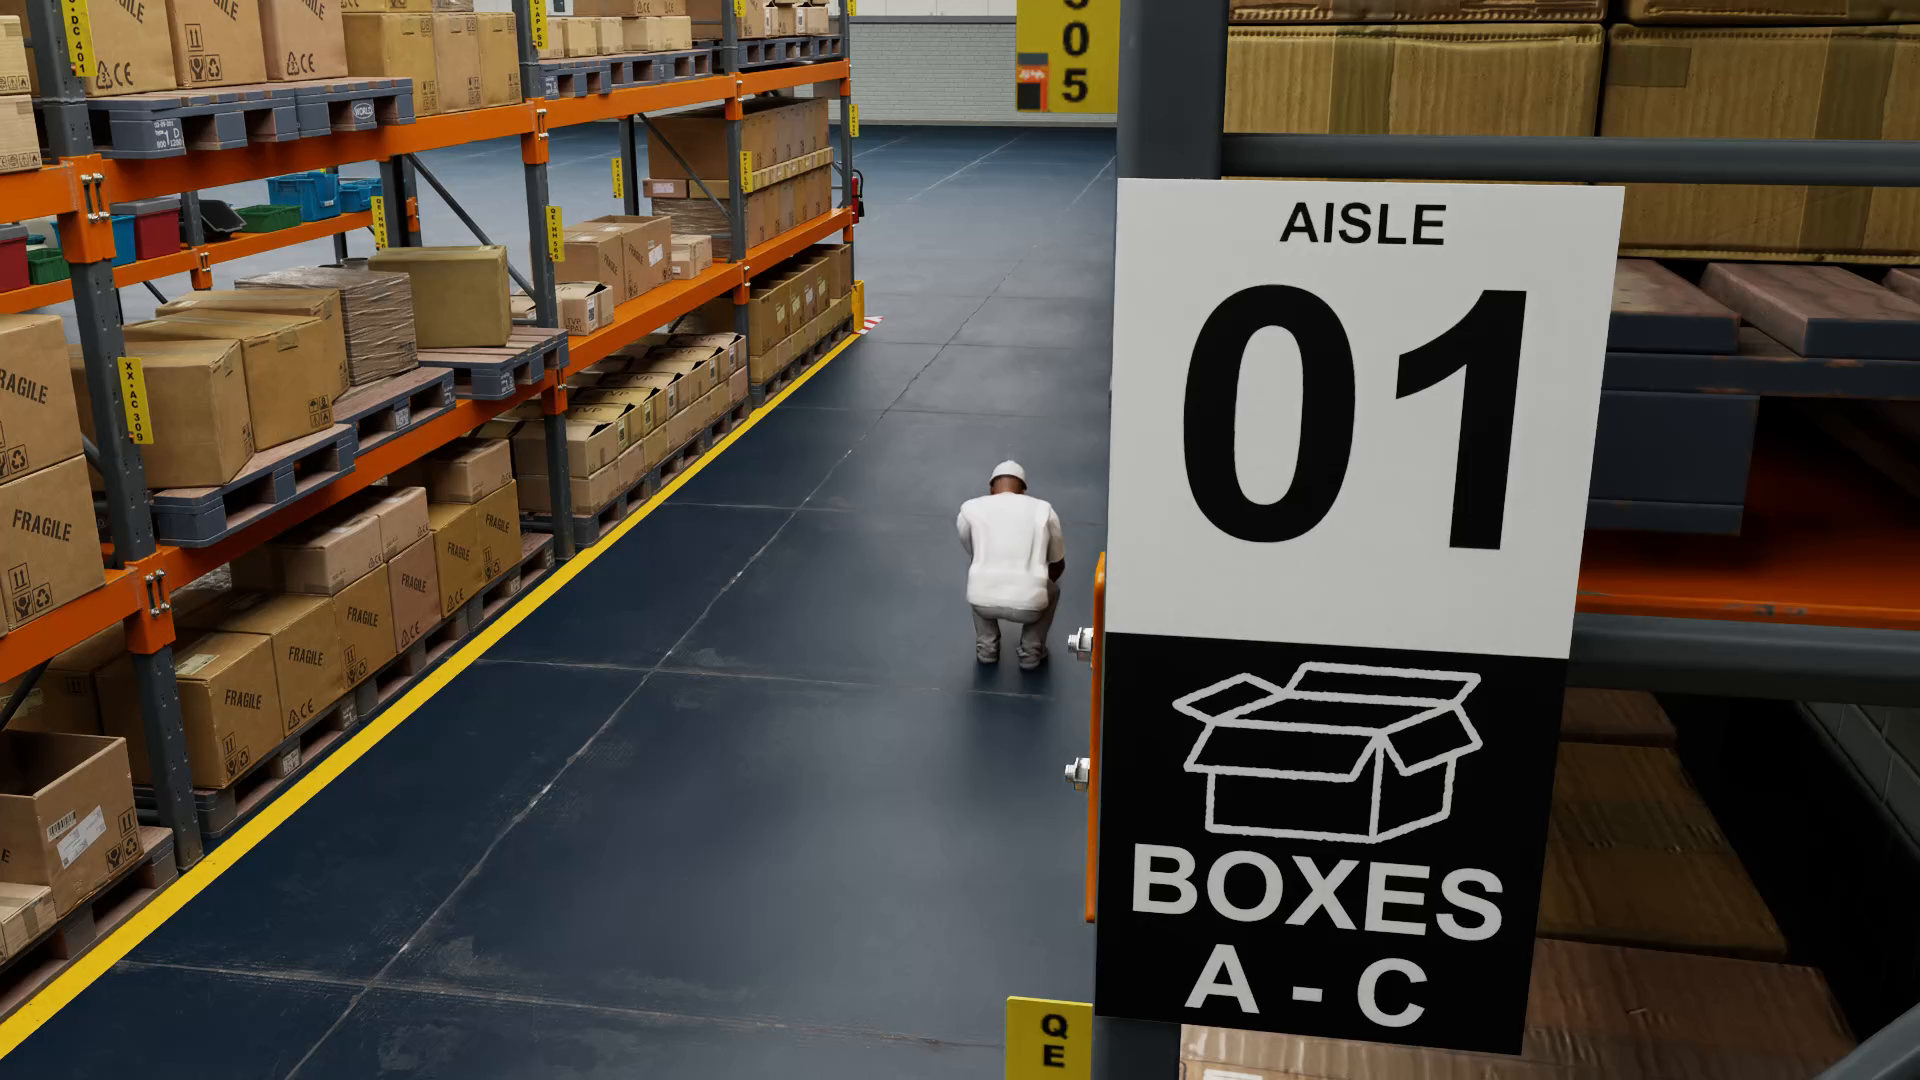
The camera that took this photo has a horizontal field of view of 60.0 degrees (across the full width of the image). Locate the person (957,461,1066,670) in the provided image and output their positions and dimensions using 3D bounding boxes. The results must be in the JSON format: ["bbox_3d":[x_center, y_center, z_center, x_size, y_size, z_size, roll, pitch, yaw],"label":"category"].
[{"bbox_3d":[0.263,0.124,8.901,0.581,0.998,0.875,3,18,9],"label":"person"}]
